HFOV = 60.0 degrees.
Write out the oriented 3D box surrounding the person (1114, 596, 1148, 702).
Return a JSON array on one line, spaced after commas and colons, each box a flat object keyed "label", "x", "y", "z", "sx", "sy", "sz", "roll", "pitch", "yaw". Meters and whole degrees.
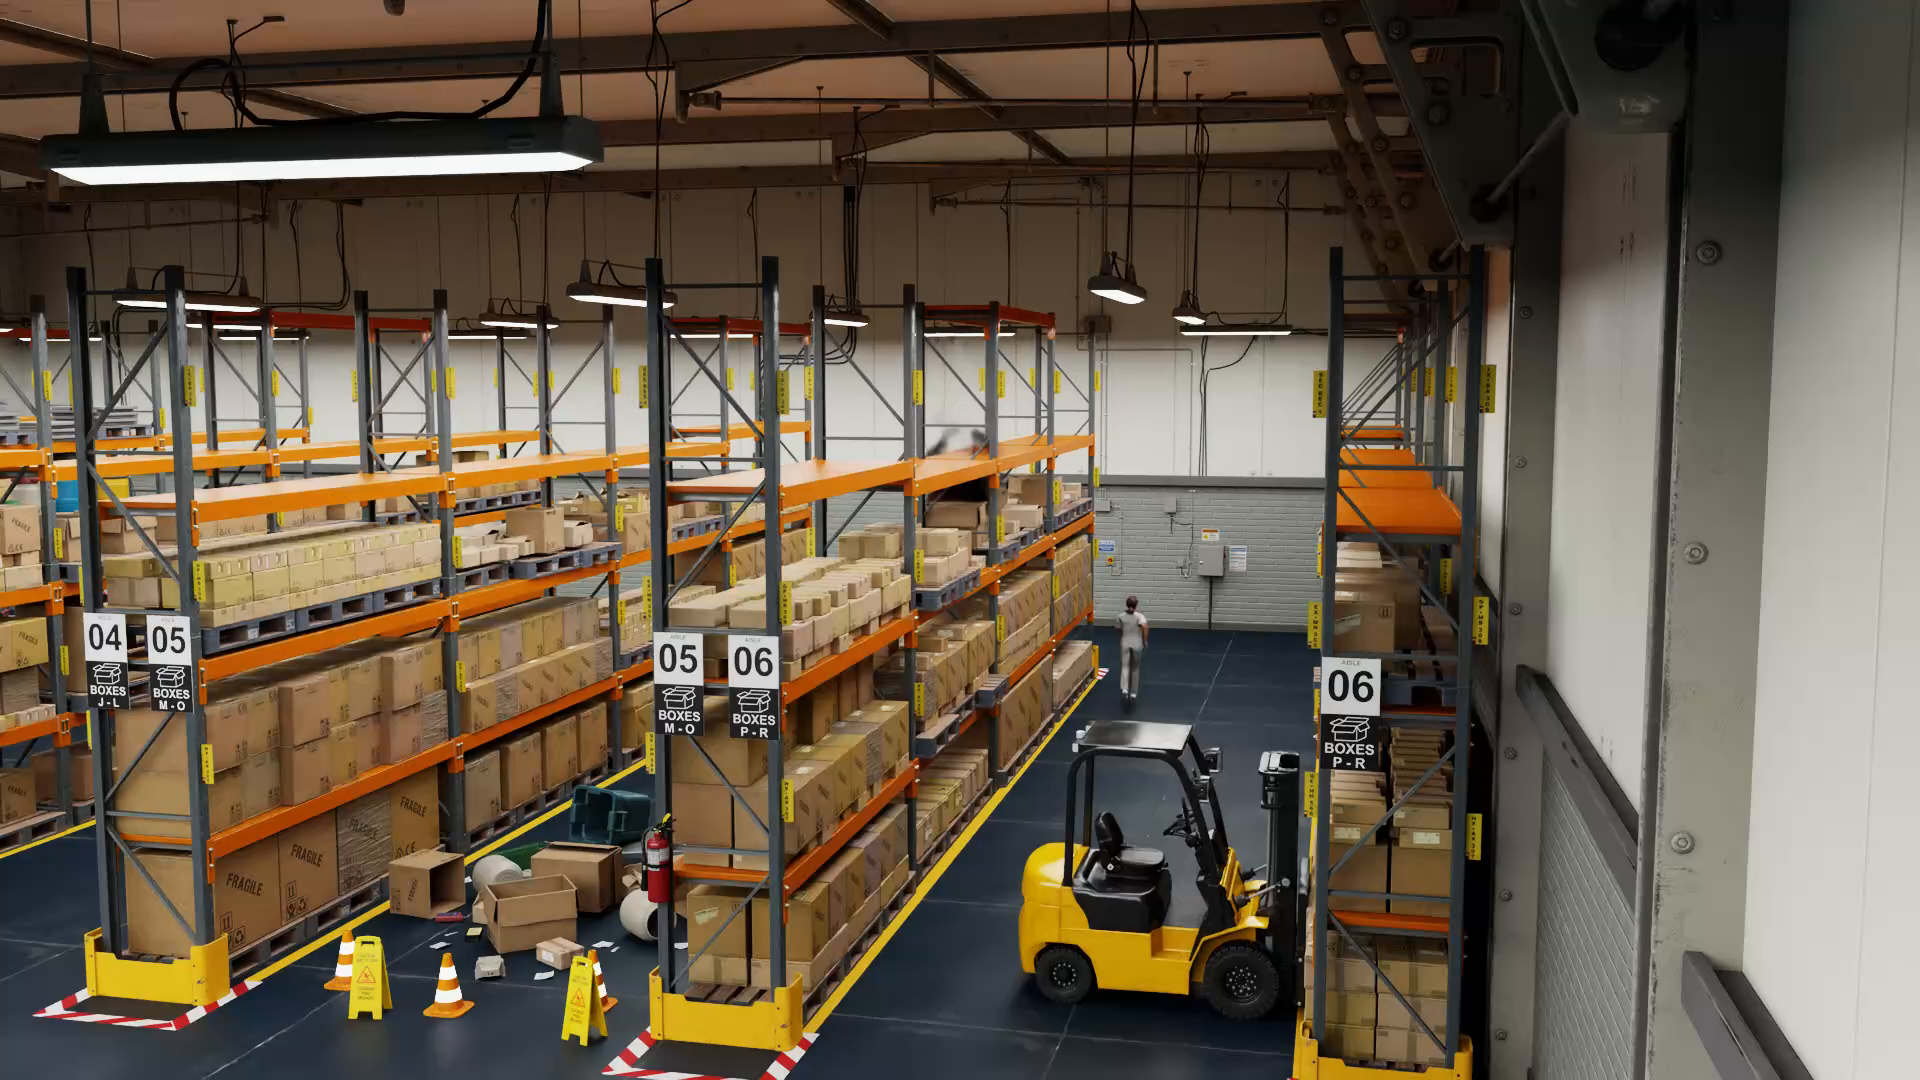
[{"label": "person", "x": 2.654, "y": 1.696, "z": 25.823, "sx": 0.561, "sy": 1.656, "sz": 0.969, "roll": 1, "pitch": 6, "yaw": 11}]
